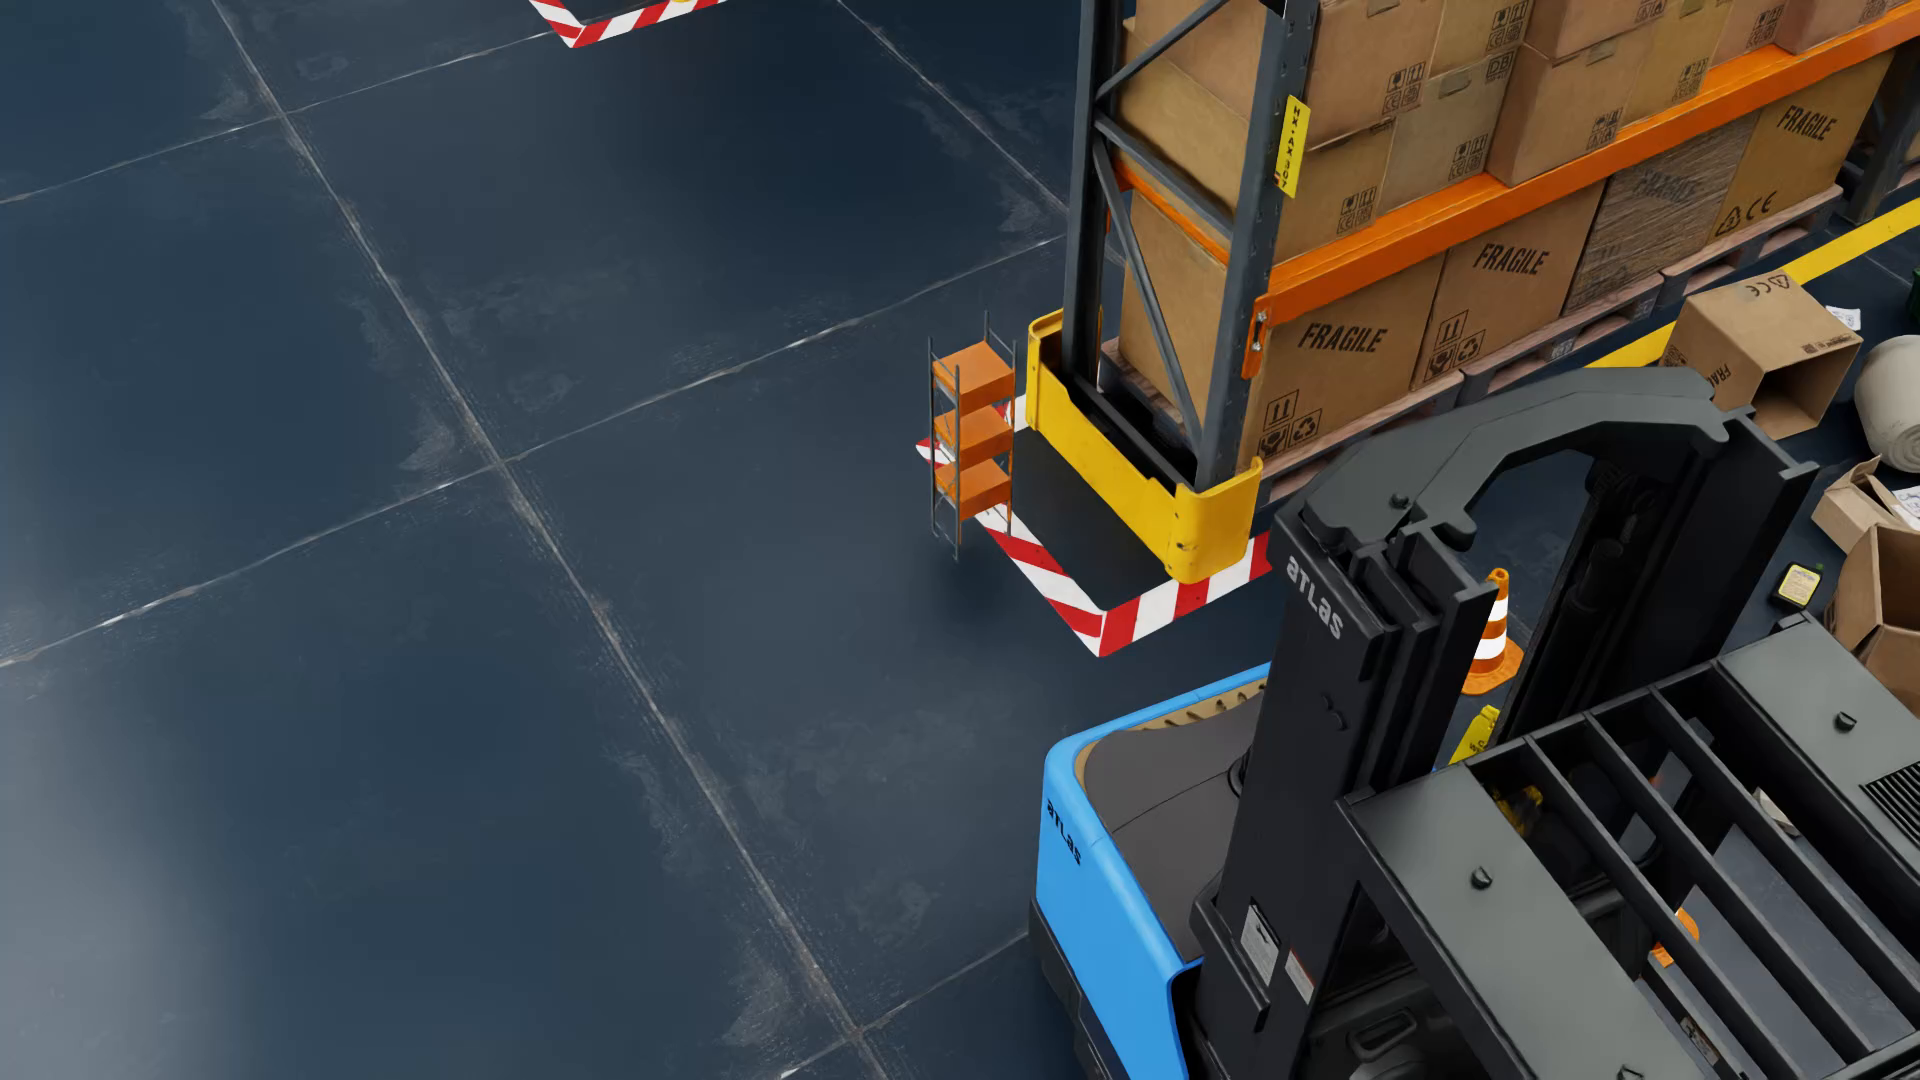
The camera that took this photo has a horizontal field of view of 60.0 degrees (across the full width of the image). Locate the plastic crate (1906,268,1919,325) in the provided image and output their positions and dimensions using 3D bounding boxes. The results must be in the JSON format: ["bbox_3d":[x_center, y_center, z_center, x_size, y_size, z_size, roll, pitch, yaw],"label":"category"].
[{"bbox_3d":[4.668,-1.033,7.451,0.662,0.188,0.450,-2,38,-1],"label":"plastic crate"}]

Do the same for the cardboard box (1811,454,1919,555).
[{"bbox_3d":[3.645,-0.088,6.596,0.258,0.266,0.396,-17,51,-15],"label":"cardboard box"}]

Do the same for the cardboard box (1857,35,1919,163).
[{"bbox_3d":[4.593,-2.541,8.175,0.750,0.750,1.050,-25,53,-21],"label":"cardboard box"}]

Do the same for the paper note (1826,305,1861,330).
[{"bbox_3d":[4.030,-1.018,7.581,0.147,0.020,0.142,13,50,12],"label":"paper note"}]

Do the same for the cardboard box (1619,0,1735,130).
[{"bbox_3d":[2.443,-2.092,6.449,0.500,0.550,0.875,-25,53,-21],"label":"cardboard box"}]

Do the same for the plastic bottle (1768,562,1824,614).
[{"bbox_3d":[3.277,0.171,6.502,0.133,0.061,0.283,30,55,24],"label":"plastic bottle"}]

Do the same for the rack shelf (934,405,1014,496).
[{"bbox_3d":[0.045,-0.363,6.330,0.240,0.259,0.215,-25,53,-21],"label":"rack shelf"}]

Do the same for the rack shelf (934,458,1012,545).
[{"bbox_3d":[0.045,-0.179,6.538,0.240,0.259,0.215,-25,53,-21],"label":"rack shelf"}]

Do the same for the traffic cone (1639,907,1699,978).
[{"bbox_3d":[2.255,1.127,5.382,0.334,0.463,0.336,-25,53,-21],"label":"traffic cone"}]

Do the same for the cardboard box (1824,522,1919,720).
[{"bbox_3d":[3.594,0.366,6.032,0.797,0.503,0.637,13,50,12],"label":"cardboard box"}]

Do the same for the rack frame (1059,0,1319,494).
[{"bbox_3d":[0.733,-1.251,5.801,0.127,3.000,1.000,-25,53,-21],"label":"rack frame"}]

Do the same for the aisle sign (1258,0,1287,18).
[{"bbox_3d":[0.833,-1.898,4.636,0.004,0.787,0.394,-25,53,-21],"label":"aisle sign"}]

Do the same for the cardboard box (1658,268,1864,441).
[{"bbox_3d":[3.350,-0.748,7.025,0.500,0.500,0.500,-17,51,-15],"label":"cardboard box"}]

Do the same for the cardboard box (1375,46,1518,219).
[{"bbox_3d":[1.476,-1.711,6.110,0.550,0.550,0.875,-25,53,-21],"label":"cardboard box"}]

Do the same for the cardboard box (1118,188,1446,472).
[{"bbox_3d":[1.271,-0.996,6.716,0.875,0.875,0.875,-25,53,-21],"label":"cardboard box"}]

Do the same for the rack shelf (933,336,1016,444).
[{"bbox_3d":[0.045,-0.552,6.118,0.240,0.259,0.215,-25,53,-21],"label":"rack shelf"}]

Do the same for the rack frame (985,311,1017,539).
[{"bbox_3d":[0.148,-0.419,6.365,0.008,1.050,0.200,-25,53,-21],"label":"rack frame"}]

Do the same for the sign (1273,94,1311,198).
[{"bbox_3d":[1.024,-1.213,5.134,0.005,0.325,0.100,-25,53,-21],"label":"sign"}]

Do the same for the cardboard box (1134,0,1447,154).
[{"bbox_3d":[1.067,-1.784,5.452,0.550,0.550,0.875,-25,53,-21],"label":"cardboard box"}]

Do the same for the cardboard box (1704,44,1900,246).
[{"bbox_3d":[3.546,-2.072,7.673,0.875,0.875,0.875,-24,53,-20],"label":"cardboard box"}]

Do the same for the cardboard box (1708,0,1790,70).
[{"bbox_3d":[2.837,-2.366,6.694,0.550,0.550,0.875,-25,53,-21],"label":"cardboard box"}]

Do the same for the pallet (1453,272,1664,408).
[{"bbox_3d":[2.398,-1.175,7.601,1.213,0.211,1.003,-25,53,-21],"label":"pallet"}]

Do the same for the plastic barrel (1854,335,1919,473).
[{"bbox_3d":[3.975,-0.568,6.917,0.421,0.421,0.512,6,49,5],"label":"plastic barrel"}]

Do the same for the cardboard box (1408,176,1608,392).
[{"bbox_3d":[2.014,-1.348,7.029,0.875,0.875,0.875,-26,53,-21],"label":"cardboard box"}]

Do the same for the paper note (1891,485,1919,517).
[{"bbox_3d":[3.944,-0.158,6.821,0.155,0.023,0.172,-9,49,-8],"label":"paper note"}]

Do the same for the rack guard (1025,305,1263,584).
[{"bbox_3d":[0.712,-0.411,6.726,0.348,0.500,1.175,-25,53,-21],"label":"rack guard"}]

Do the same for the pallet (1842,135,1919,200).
[{"bbox_3d":[4.728,-2.273,8.578,1.213,0.211,1.003,-25,53,-21],"label":"pallet"}]

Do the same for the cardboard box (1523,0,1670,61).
[{"bbox_3d":[2.029,-2.199,5.821,0.550,0.550,0.875,-25,53,-21],"label":"cardboard box"}]

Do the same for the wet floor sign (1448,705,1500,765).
[{"bbox_3d":[1.765,0.794,5.556,0.232,0.644,0.267,-34,57,-27],"label":"wet floor sign"}]

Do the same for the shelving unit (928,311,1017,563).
[{"bbox_3d":[0.045,-0.370,6.322,0.252,1.050,0.215,-25,53,-21],"label":"shelving unit"}]

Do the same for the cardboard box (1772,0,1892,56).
[{"bbox_3d":[3.357,-2.507,6.819,0.550,0.550,0.875,-25,53,-21],"label":"cardboard box"}]

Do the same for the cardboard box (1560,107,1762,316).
[{"bbox_3d":[2.786,-1.710,7.351,0.875,0.875,0.875,-25,53,-21],"label":"cardboard box"}]

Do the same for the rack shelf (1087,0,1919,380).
[{"bbox_3d":[2.424,-1.809,6.780,4.000,0.370,1.077,-25,53,-21],"label":"rack shelf"}]

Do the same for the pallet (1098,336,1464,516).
[{"bbox_3d":[1.367,-0.692,7.170,1.213,0.211,1.003,-25,53,-21],"label":"pallet"}]

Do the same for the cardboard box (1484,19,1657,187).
[{"bbox_3d":[2.016,-1.855,6.238,0.550,0.550,0.875,-25,53,-21],"label":"cardboard box"}]

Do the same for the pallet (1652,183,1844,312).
[{"bbox_3d":[3.431,-1.664,8.036,1.213,0.211,1.003,-25,53,-21],"label":"pallet"}]

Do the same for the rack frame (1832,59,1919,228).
[{"bbox_3d":[4.116,-2.845,7.221,0.127,3.000,1.000,-25,53,-21],"label":"rack frame"}]

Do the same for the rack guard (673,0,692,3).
[{"bbox_3d":[-1.764,-3.623,9.587,0.348,0.500,1.175,-25,53,-21],"label":"rack guard"}]

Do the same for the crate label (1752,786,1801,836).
[{"bbox_3d":[2.887,0.883,5.818,0.250,0.136,0.298,21,52,18],"label":"crate label"}]

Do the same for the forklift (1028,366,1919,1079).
[{"bbox_3d":[1.283,1.189,3.674,1.130,2.935,3.031,-18,51,-16],"label":"forklift"}]

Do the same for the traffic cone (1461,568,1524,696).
[{"bbox_3d":[1.940,0.278,6.138,0.334,0.463,0.336,-25,53,-21],"label":"traffic cone"}]

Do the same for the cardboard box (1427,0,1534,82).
[{"bbox_3d":[1.483,-2.061,5.699,0.550,0.550,0.875,-25,53,-21],"label":"cardboard box"}]

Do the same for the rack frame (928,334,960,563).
[{"bbox_3d":[-0.058,-0.322,6.279,0.008,1.050,0.200,-25,53,-21],"label":"rack frame"}]

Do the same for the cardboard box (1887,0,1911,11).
[{"bbox_3d":[3.810,-2.741,7.027,0.550,0.550,0.875,-25,53,-21],"label":"cardboard box"}]

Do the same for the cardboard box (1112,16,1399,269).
[{"bbox_3d":[1.022,-1.478,5.902,0.550,0.550,0.875,-25,53,-21],"label":"cardboard box"}]
